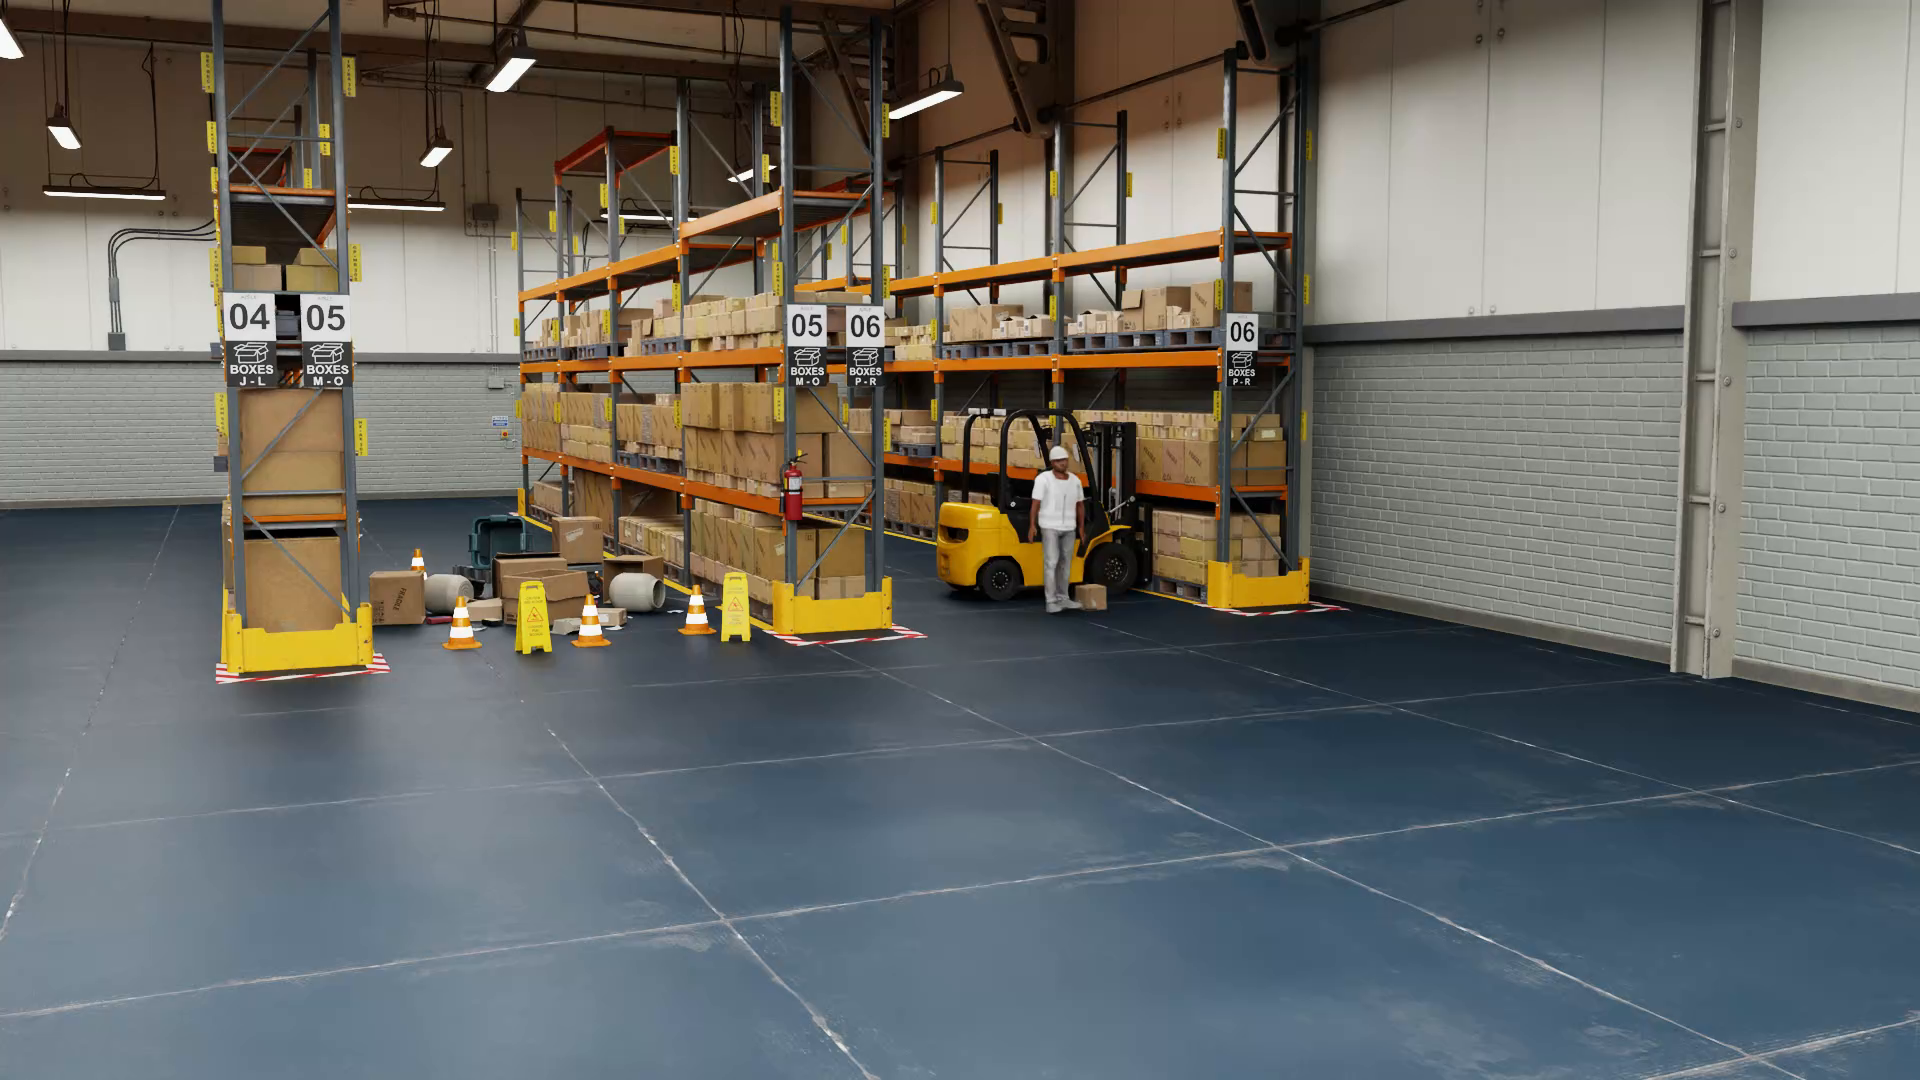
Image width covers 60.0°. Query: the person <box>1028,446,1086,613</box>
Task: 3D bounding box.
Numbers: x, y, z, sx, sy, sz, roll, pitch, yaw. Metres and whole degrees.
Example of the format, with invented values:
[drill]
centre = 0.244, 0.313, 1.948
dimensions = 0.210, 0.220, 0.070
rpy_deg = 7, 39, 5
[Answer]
[person]
centre = 1.045, -0.112, 17.676
dimensions = 0.699, 1.767, 0.577
rpy_deg = -2, 6, -24
